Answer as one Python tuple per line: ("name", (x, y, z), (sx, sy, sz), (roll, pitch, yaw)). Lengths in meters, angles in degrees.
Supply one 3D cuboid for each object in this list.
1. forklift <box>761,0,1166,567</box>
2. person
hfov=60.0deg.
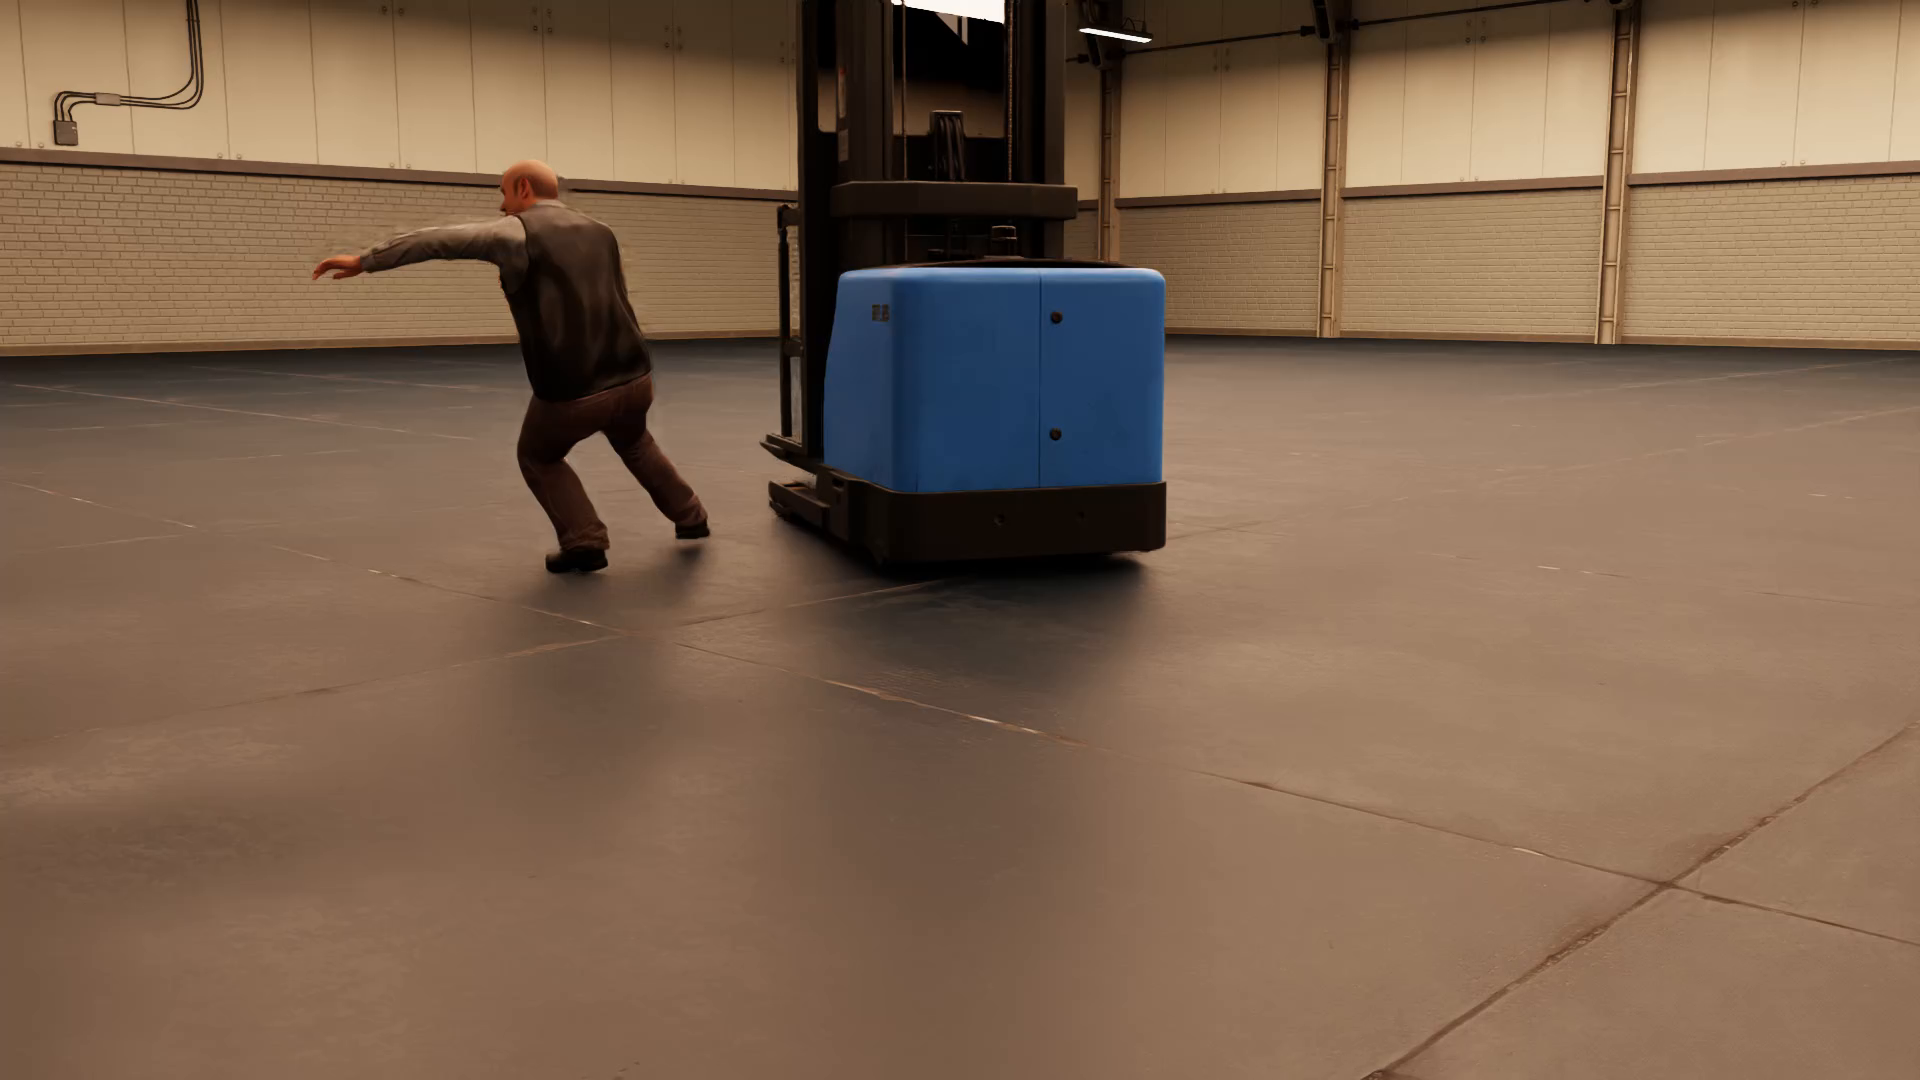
("forklift", (-0.210, -1.535, 7.070), (1.130, 2.935, 3.031), (-3, 9, -19))
("person", (-1.448, -0.612, 5.917), (0.784, 1.457, 1.457), (7, 11, 39))
